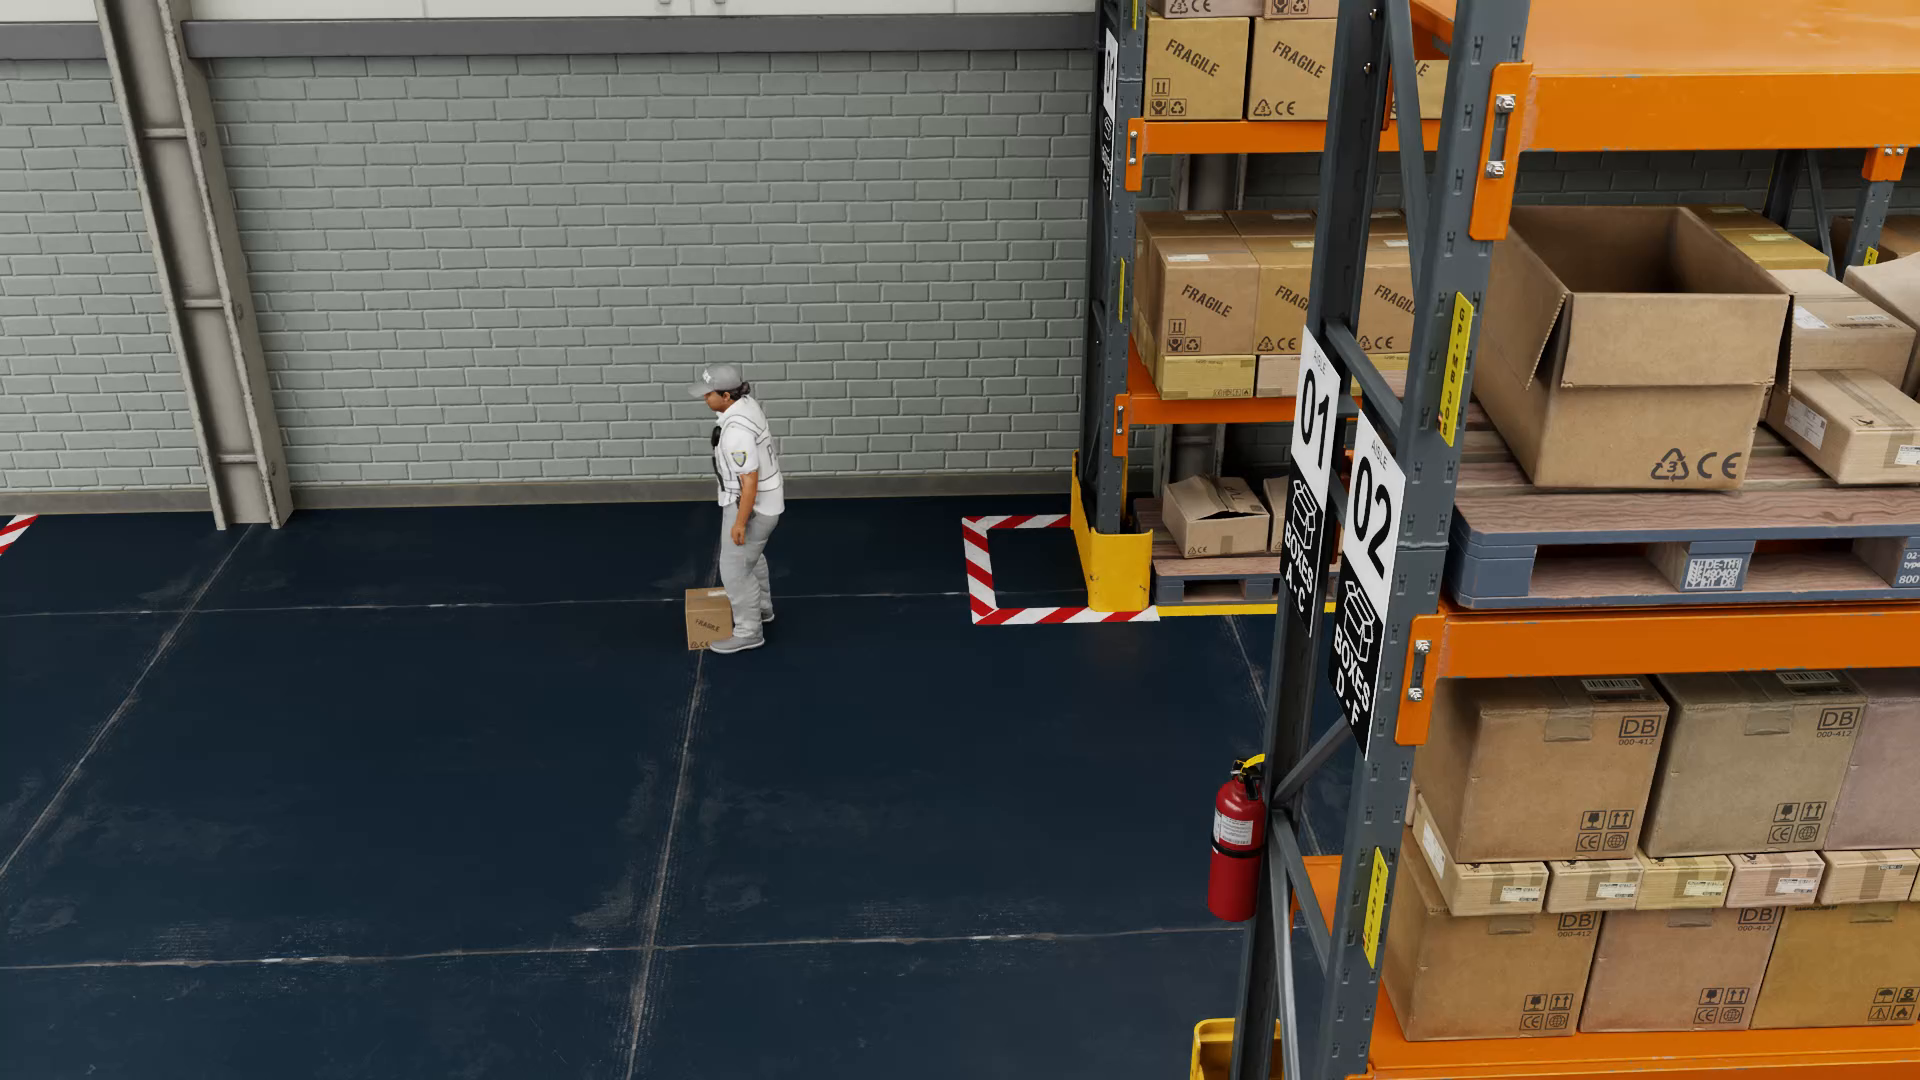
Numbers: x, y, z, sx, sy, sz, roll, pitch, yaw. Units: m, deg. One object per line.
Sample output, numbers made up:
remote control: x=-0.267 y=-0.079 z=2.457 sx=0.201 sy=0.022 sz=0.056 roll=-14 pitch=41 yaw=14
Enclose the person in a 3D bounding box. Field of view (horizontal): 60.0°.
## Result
person: x=-1.189 y=-0.192 z=8.978 sx=0.453 sy=1.666 sz=0.564 roll=-3 pitch=28 yaw=-5
